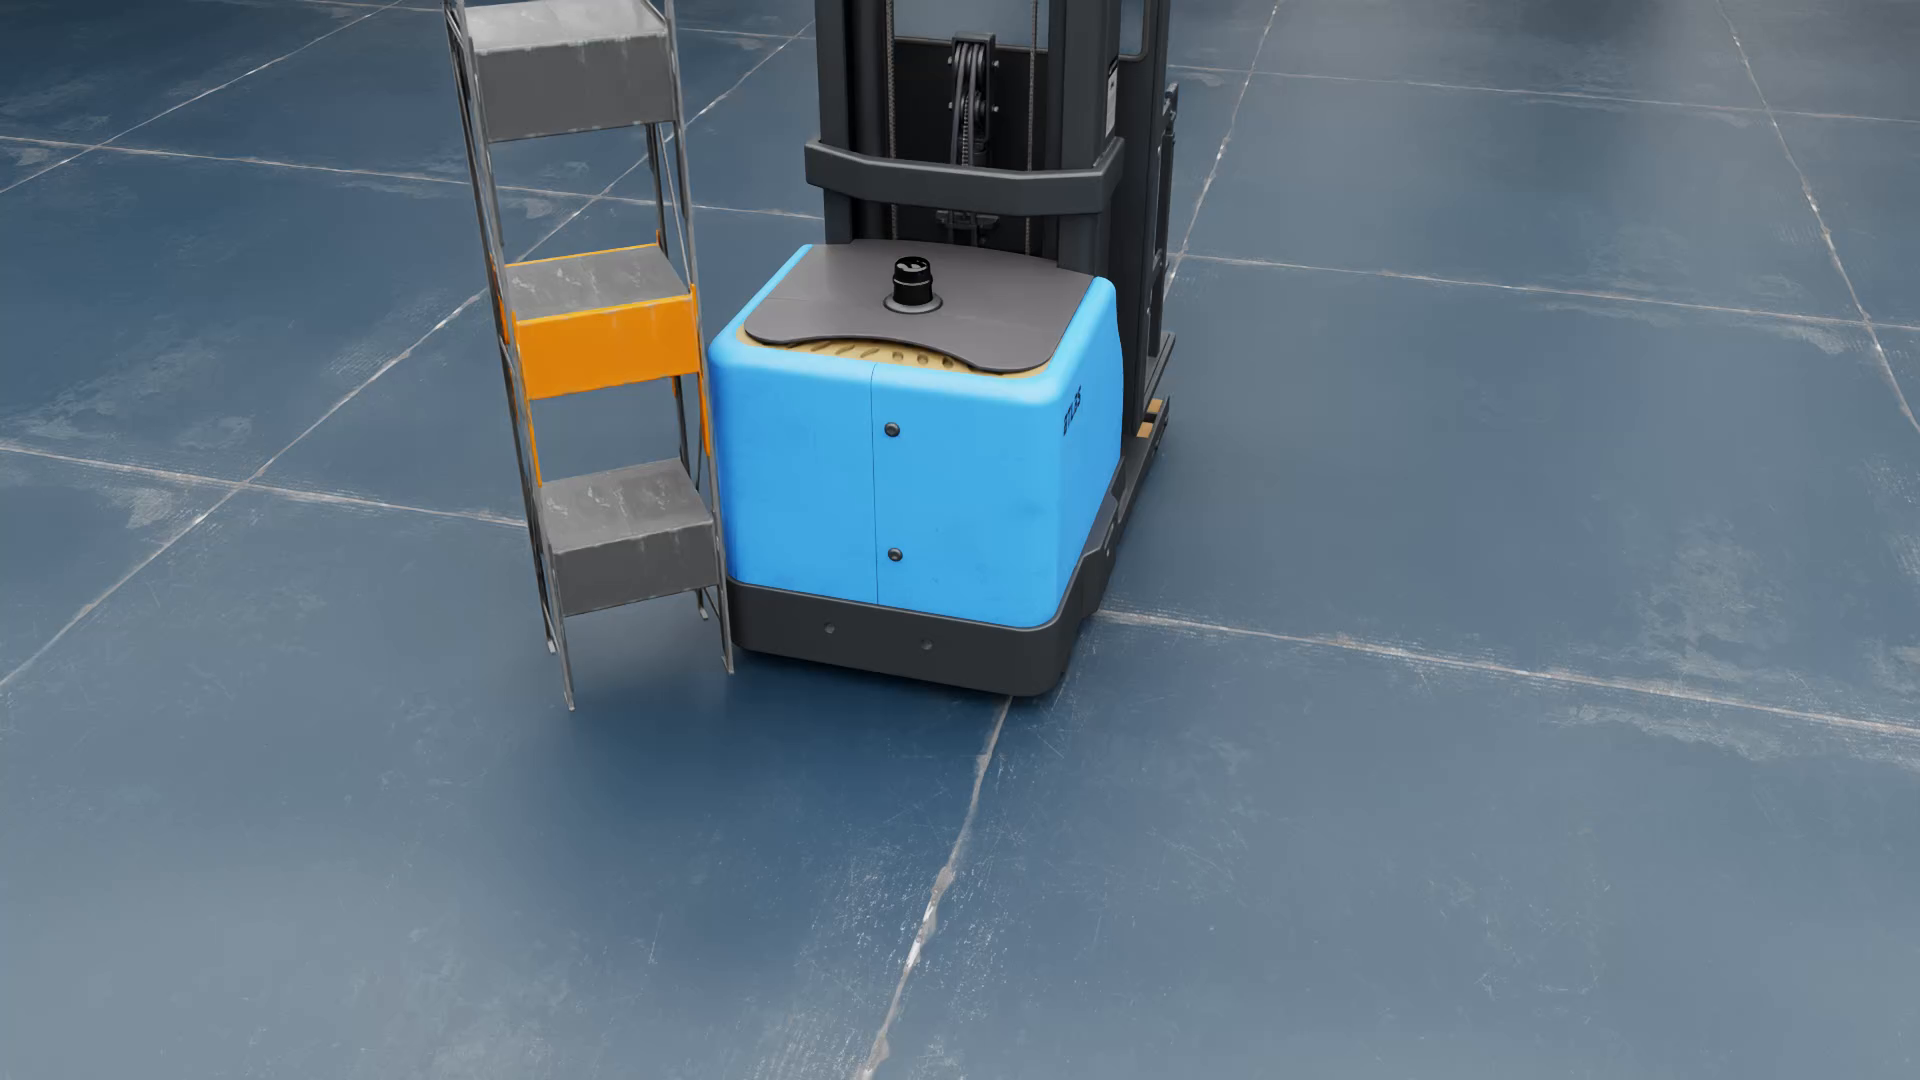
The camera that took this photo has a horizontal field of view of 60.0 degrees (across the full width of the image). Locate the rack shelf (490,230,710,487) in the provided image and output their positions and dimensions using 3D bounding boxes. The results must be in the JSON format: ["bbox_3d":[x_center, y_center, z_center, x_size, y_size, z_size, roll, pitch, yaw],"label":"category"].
[{"bbox_3d":[-1.000,-0.512,4.623,0.480,0.518,0.431,-12,34,-18],"label":"rack shelf"}]

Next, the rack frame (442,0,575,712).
[{"bbox_3d":[-1.227,-0.475,4.539,0.015,2.100,0.400,-12,34,-18],"label":"rack frame"}]

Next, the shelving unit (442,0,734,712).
[{"bbox_3d":[-1.000,-0.523,4.616,0.503,2.100,0.431,-12,34,-18],"label":"shelving unit"}]

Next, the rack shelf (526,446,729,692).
[{"bbox_3d":[-1.000,0.079,4.999,0.480,0.518,0.431,-12,34,-18],"label":"rack shelf"}]

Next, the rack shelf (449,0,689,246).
[{"bbox_3d":[-1.000,-1.103,4.248,0.480,0.518,0.431,-12,34,-18],"label":"rack shelf"}]

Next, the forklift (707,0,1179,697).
[{"bbox_3d":[0.171,-1.559,5.471,1.130,2.935,3.031,9,33,13],"label":"forklift"}]

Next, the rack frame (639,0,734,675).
[{"bbox_3d":[-0.774,-0.572,4.693,0.015,2.100,0.400,-12,34,-18],"label":"rack frame"}]
